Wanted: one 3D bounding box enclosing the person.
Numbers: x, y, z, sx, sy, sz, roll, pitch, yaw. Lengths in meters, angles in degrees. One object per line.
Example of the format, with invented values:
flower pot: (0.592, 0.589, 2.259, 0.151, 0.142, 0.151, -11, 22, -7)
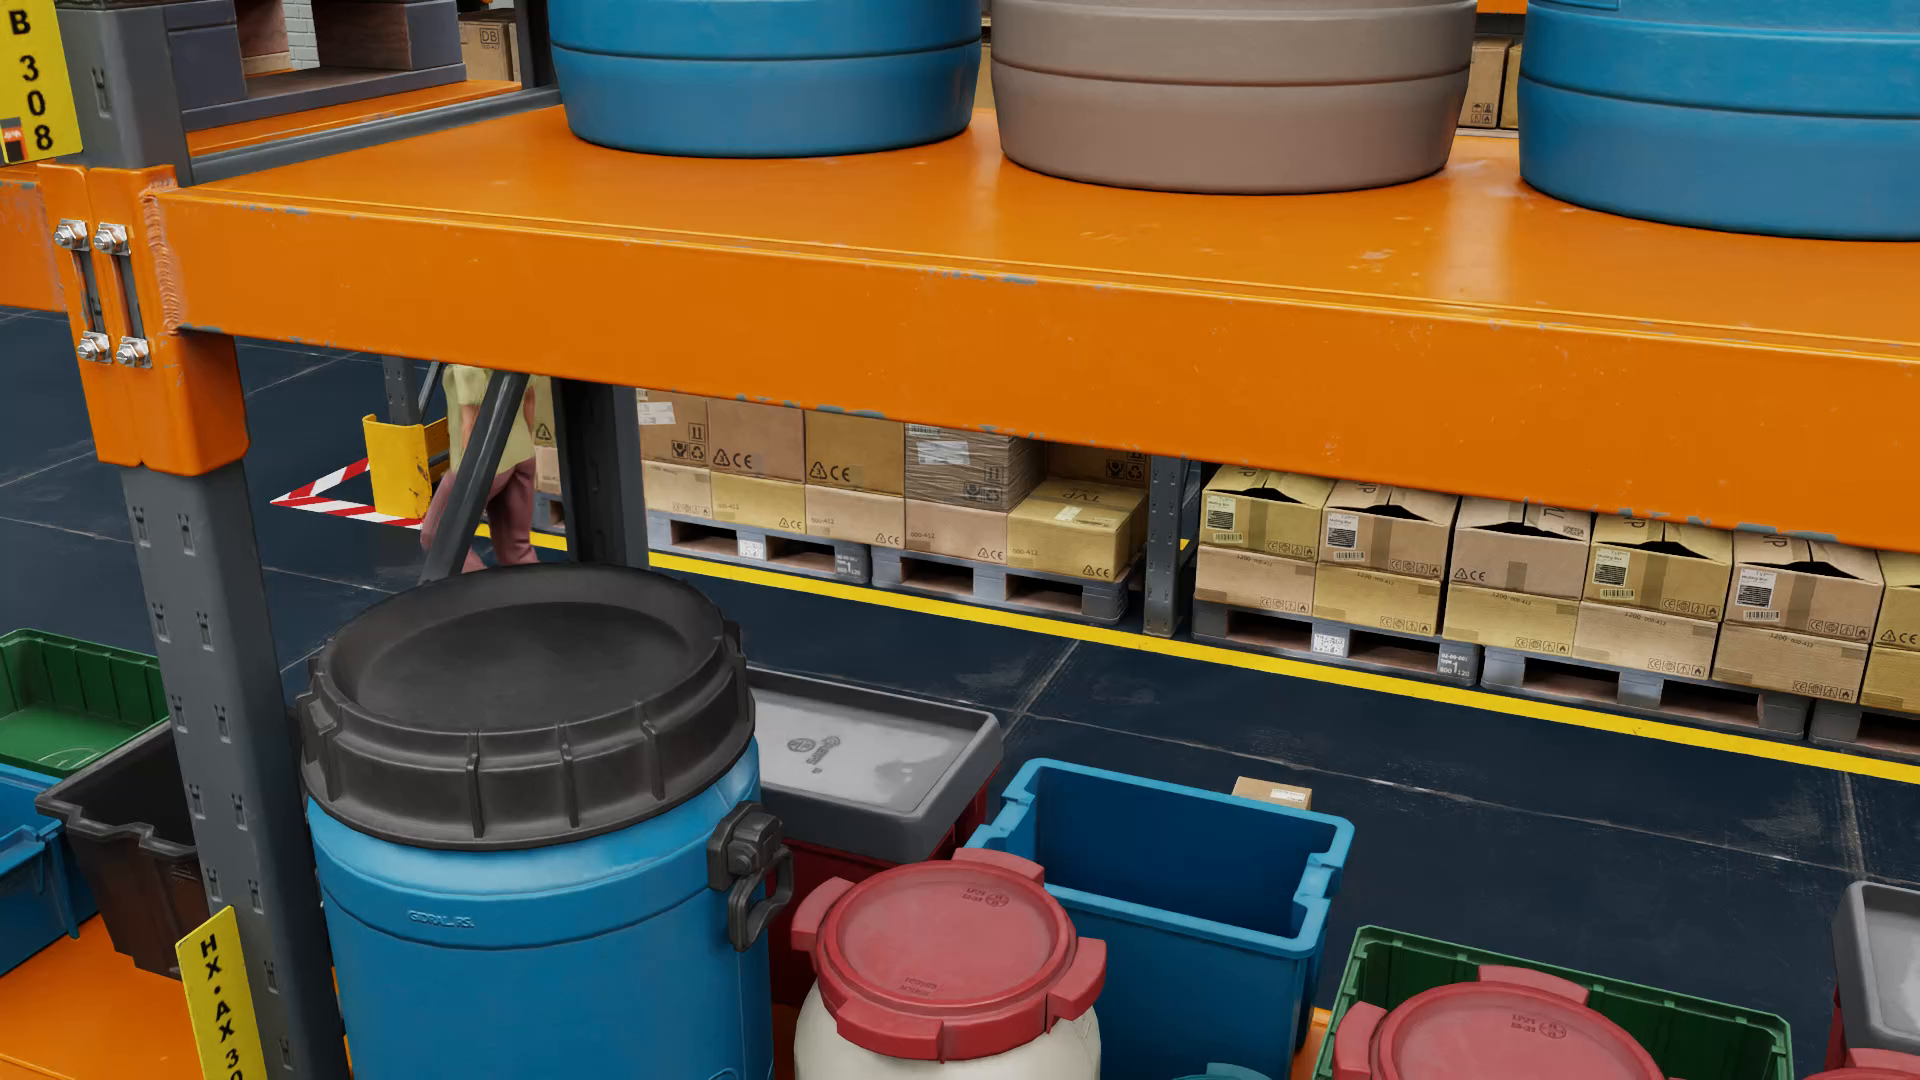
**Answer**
person: (-1.918, -0.282, 6.737, 0.469, 1.690, 0.475, 11, 25, 25)
